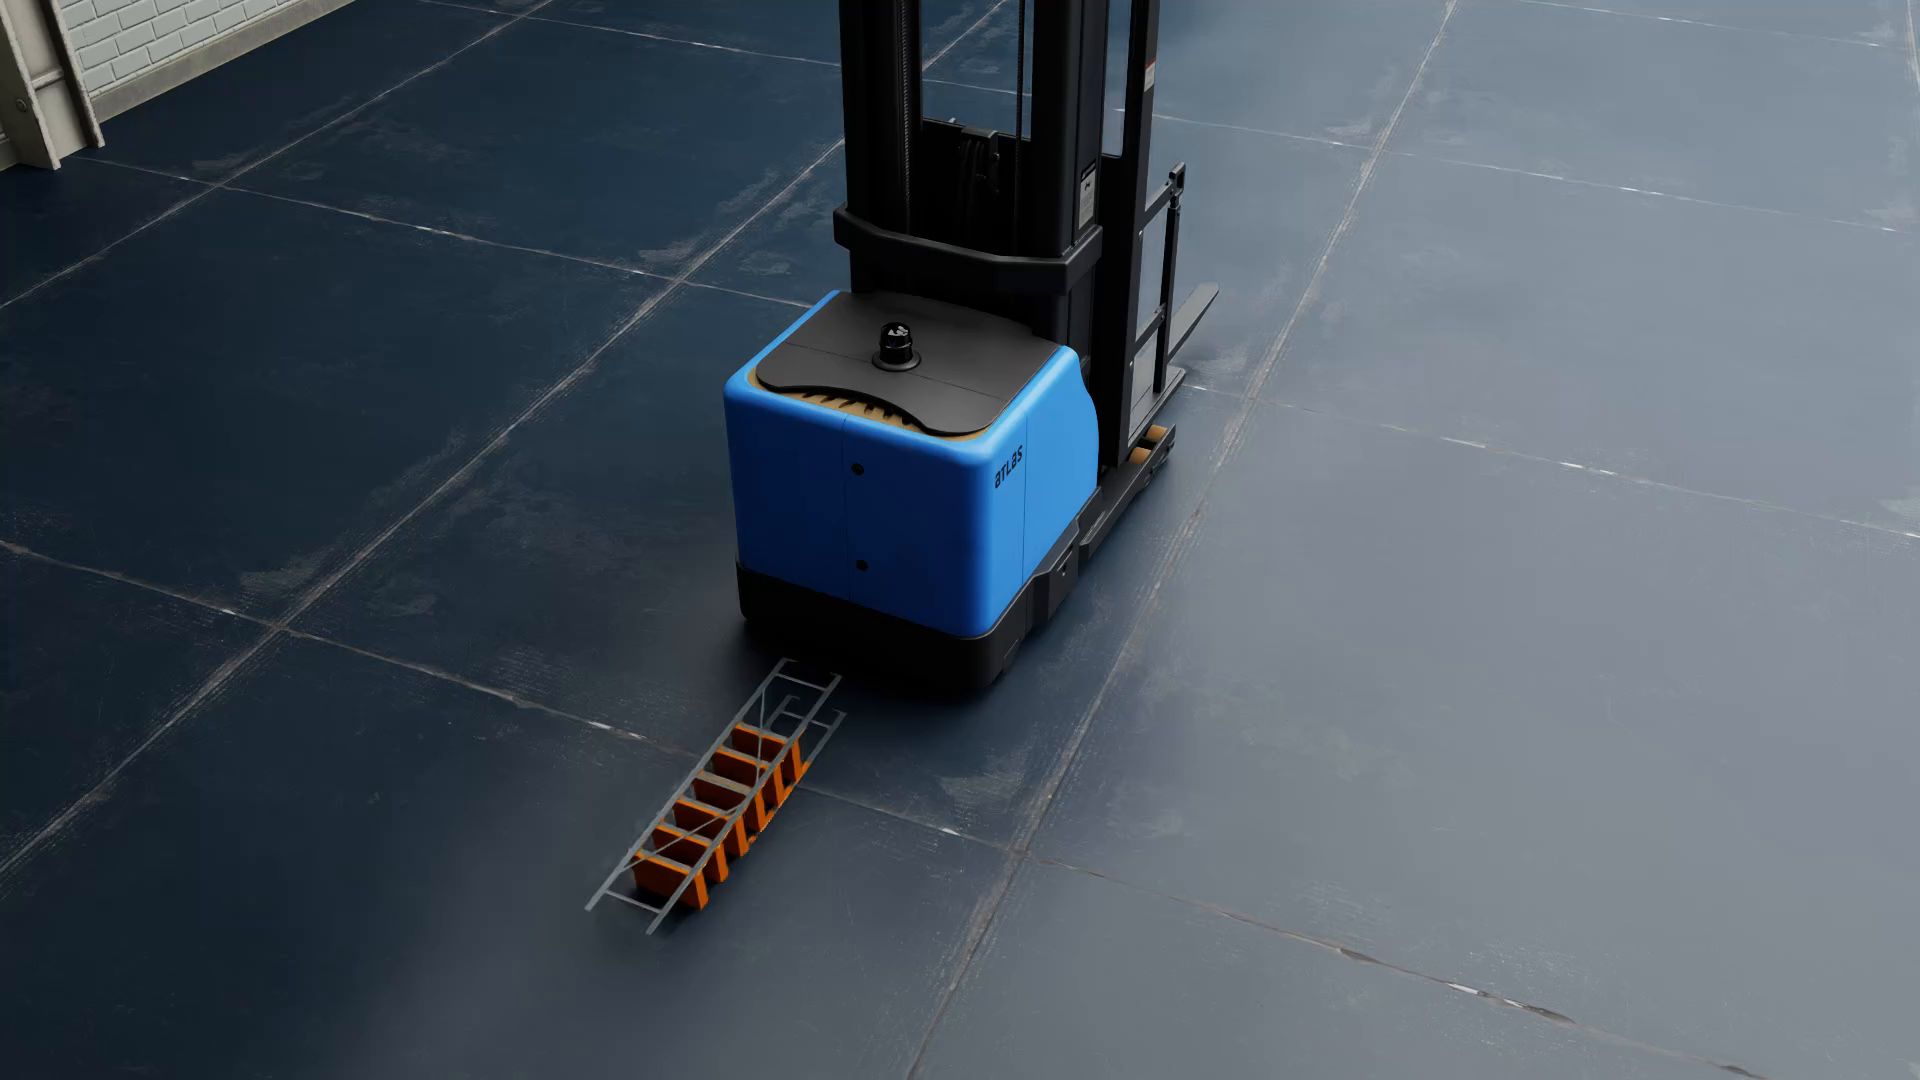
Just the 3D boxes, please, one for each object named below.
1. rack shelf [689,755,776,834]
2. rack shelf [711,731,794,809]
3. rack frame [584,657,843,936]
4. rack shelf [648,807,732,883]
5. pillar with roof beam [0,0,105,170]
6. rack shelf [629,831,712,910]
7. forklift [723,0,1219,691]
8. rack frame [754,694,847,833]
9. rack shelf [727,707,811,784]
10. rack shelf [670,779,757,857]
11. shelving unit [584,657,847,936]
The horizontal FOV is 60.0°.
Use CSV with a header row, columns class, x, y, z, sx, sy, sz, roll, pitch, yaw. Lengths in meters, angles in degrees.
class,x,y,z,sx,sy,sz,roll,pitch,yaw
rack shelf,-0.749,0.837,5.479,0.258,0.180,0.103,15,43,20
rack shelf,-0.697,0.767,5.562,0.258,0.180,0.103,15,43,20
rack frame,-0.771,0.793,5.391,0.240,0.006,1.200,15,43,20
rack shelf,-0.851,0.978,5.314,0.258,0.180,0.103,15,43,20
pillar with roof beam,-1.322,-4.906,5.798,9.100,9.000,0.400,14,39,18
rack shelf,-0.902,1.048,5.231,0.258,0.180,0.103,15,43,20
forklift,0.277,-1.508,6.319,1.130,2.935,3.031,17,40,21
rack frame,-0.764,0.934,5.507,0.240,0.006,1.200,15,43,20
rack shelf,-0.646,0.697,5.645,0.258,0.180,0.103,15,43,20
rack shelf,-0.800,0.907,5.396,0.258,0.180,0.103,15,43,20
shelving unit,-0.768,0.863,5.449,0.258,0.189,1.200,15,43,20
